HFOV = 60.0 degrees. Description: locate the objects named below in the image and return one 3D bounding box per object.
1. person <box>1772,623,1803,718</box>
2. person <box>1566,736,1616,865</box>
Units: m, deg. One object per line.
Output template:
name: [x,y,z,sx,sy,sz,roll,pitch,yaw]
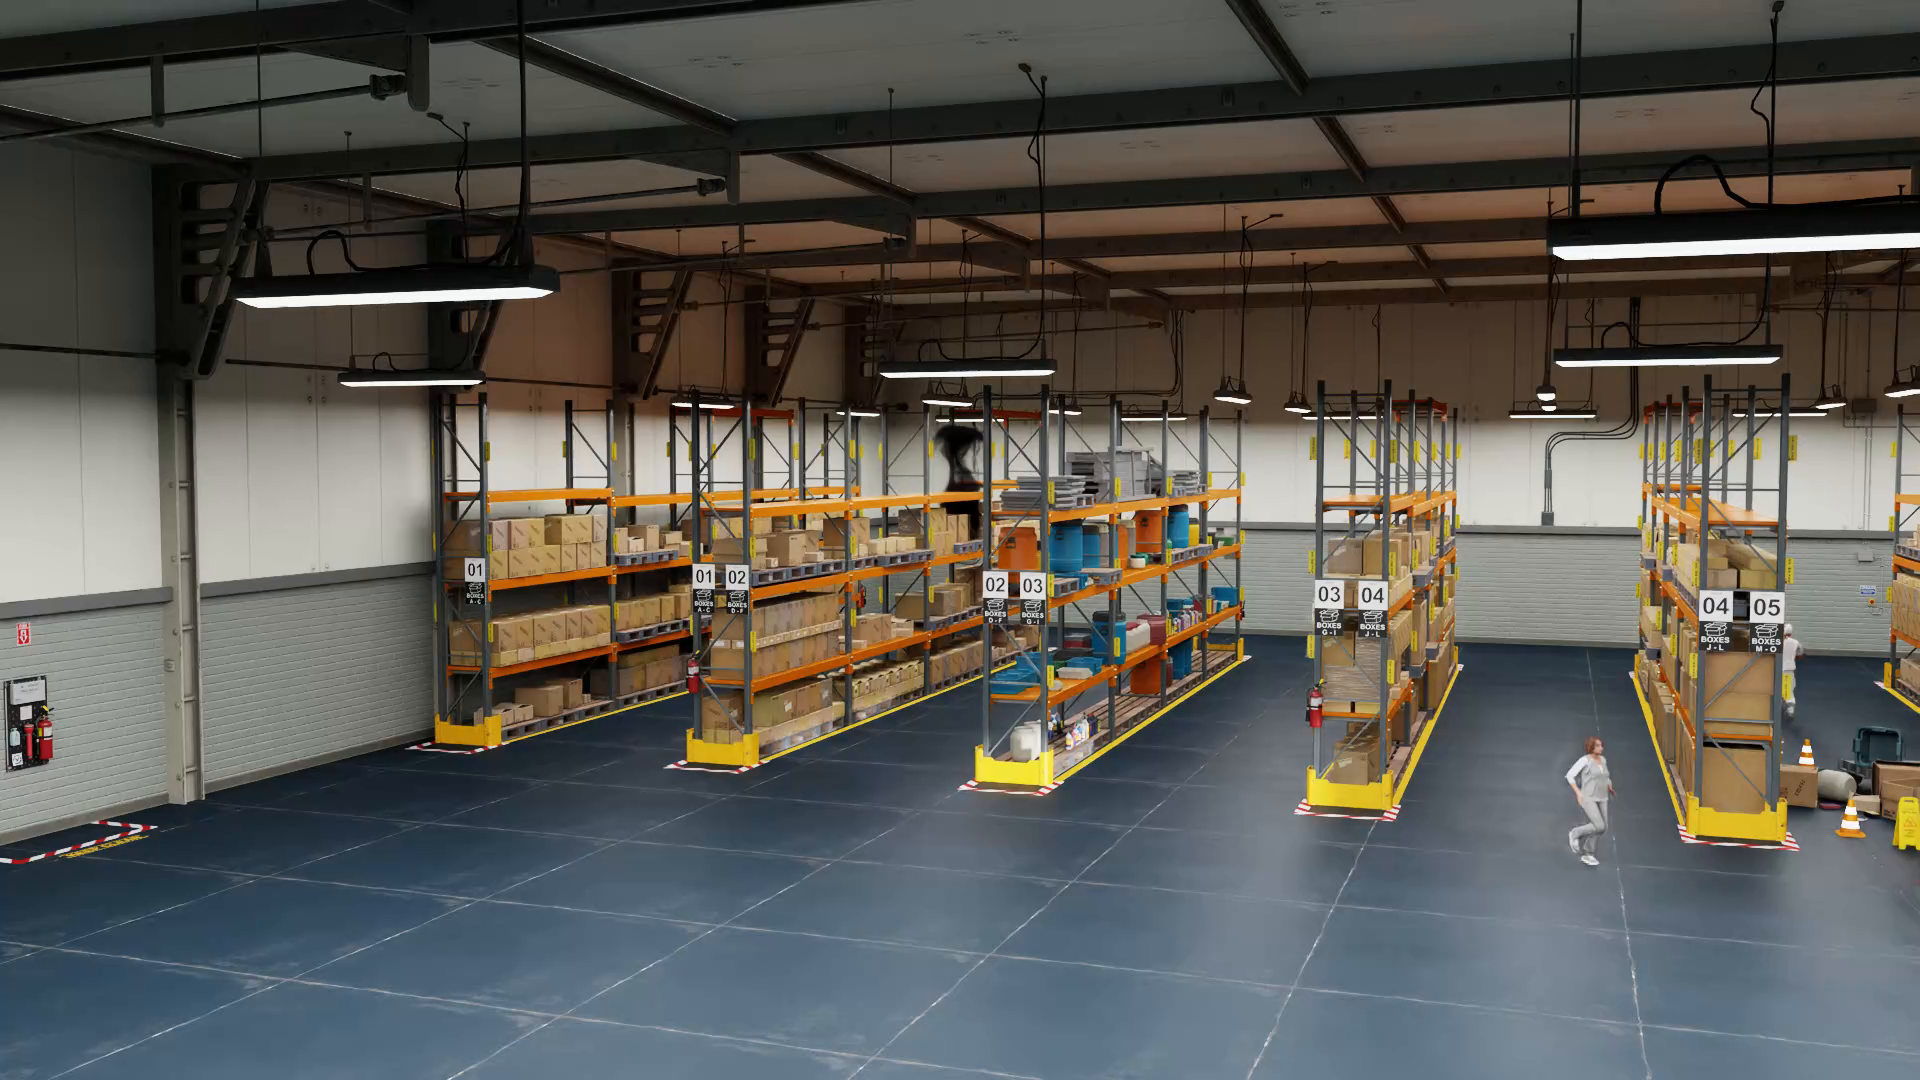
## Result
person: [15.380,2.449,31.080,0.671,1.783,0.884,1,3,21]
person: [7.679,3.159,20.139,0.544,1.554,0.547,-1,3,-24]
